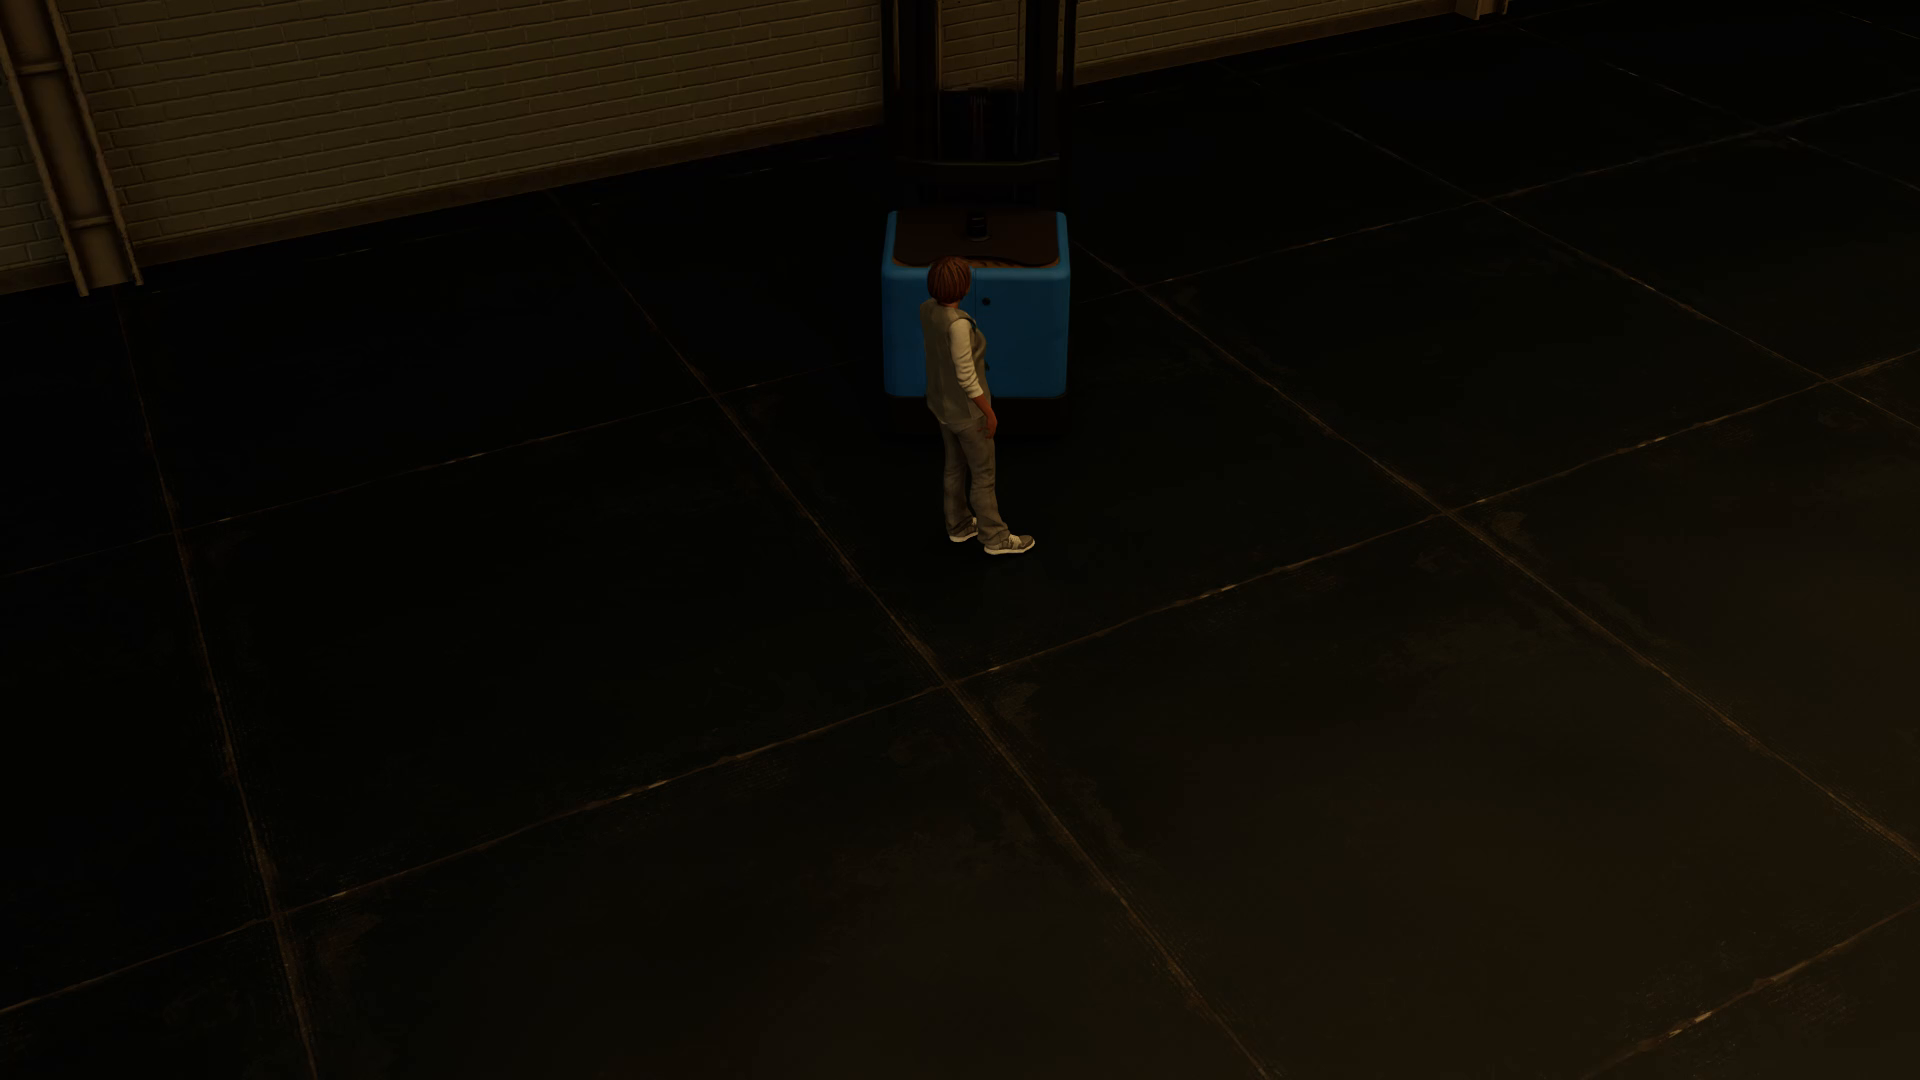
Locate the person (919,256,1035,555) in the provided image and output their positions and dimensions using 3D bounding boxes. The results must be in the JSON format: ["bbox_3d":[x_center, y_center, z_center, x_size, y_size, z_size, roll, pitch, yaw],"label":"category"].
[{"bbox_3d":[0.073,-0.671,8.216,0.472,1.600,0.520,-17,39,-23],"label":"person"}]

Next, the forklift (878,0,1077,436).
[{"bbox_3d":[0.108,-2.604,9.807,1.130,2.935,3.031,1,35,1],"label":"forklift"}]
